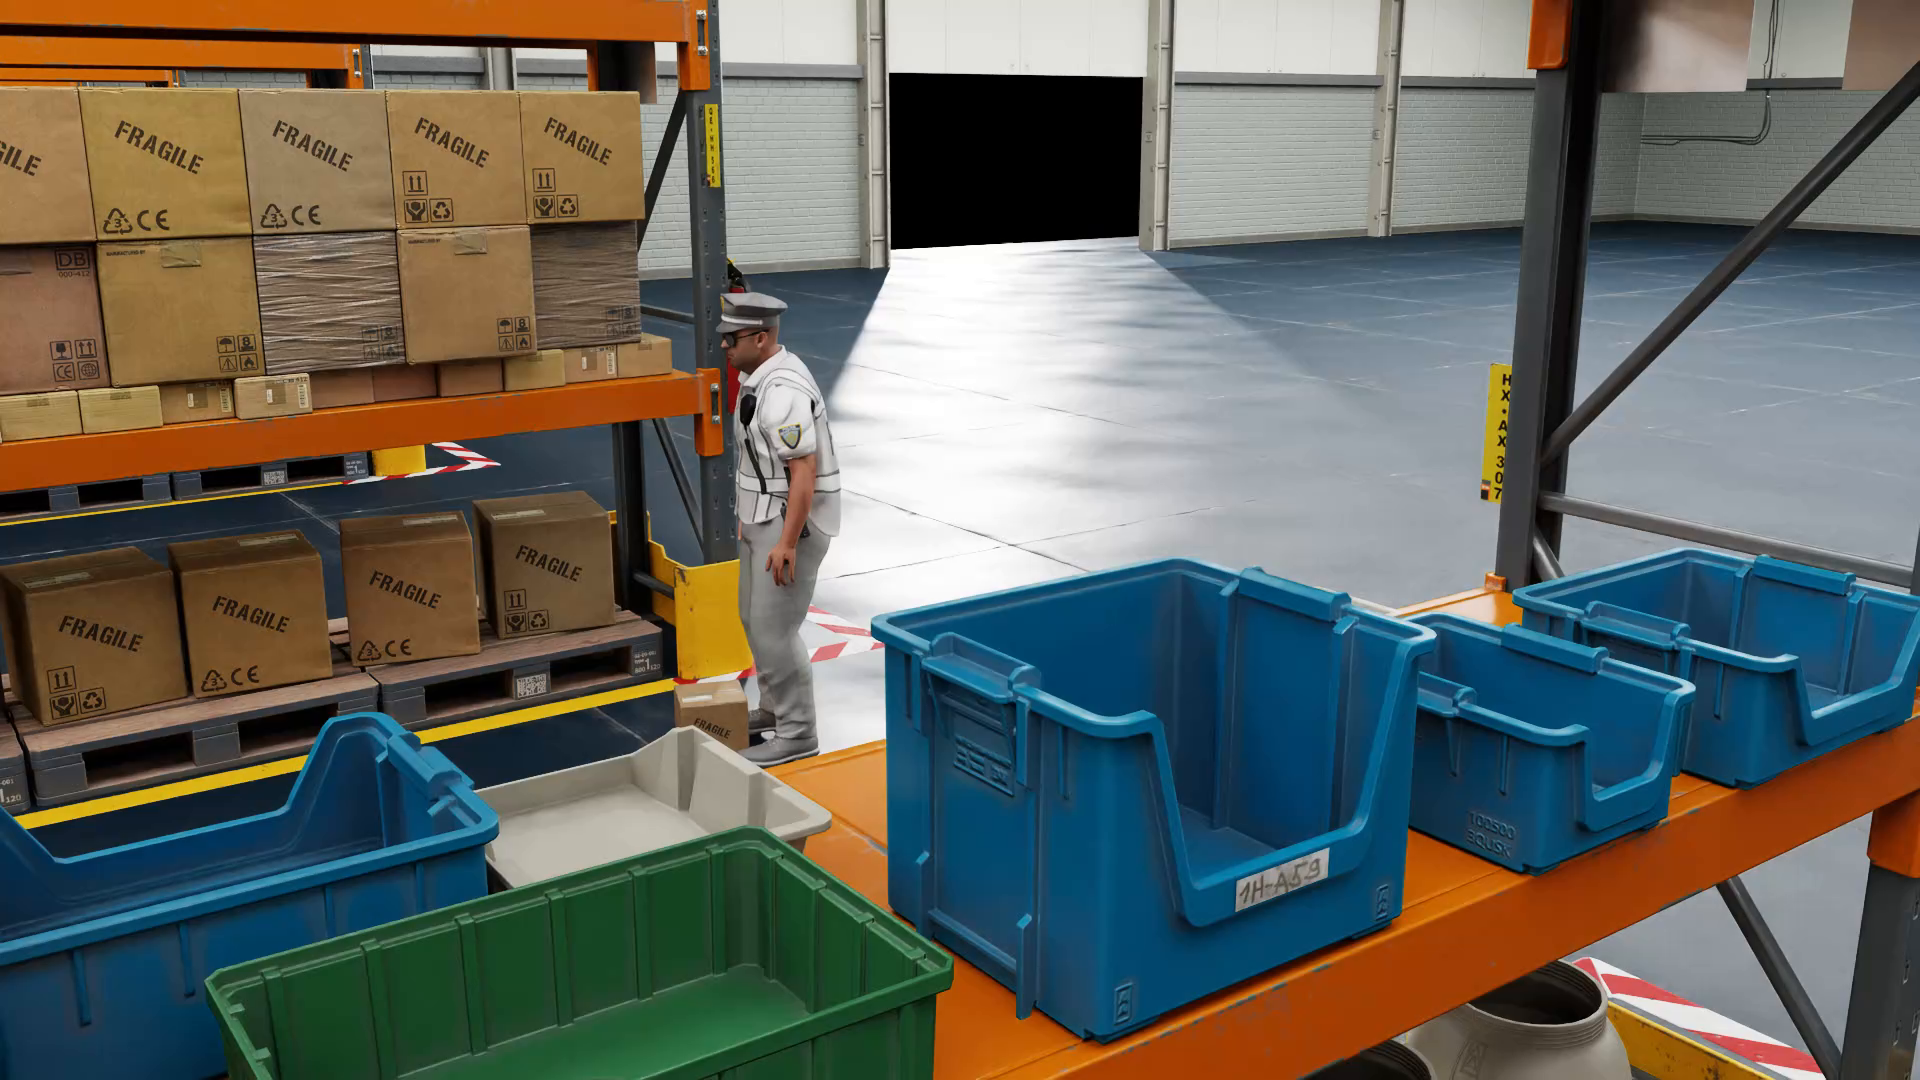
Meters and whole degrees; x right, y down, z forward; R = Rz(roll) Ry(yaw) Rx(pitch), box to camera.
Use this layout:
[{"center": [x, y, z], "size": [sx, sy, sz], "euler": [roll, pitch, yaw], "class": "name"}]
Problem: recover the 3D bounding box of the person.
[{"center": [-0.673, -0.048, 6.182], "size": [0.437, 1.747, 0.604], "euler": [-5, 15, -18], "class": "person"}]
